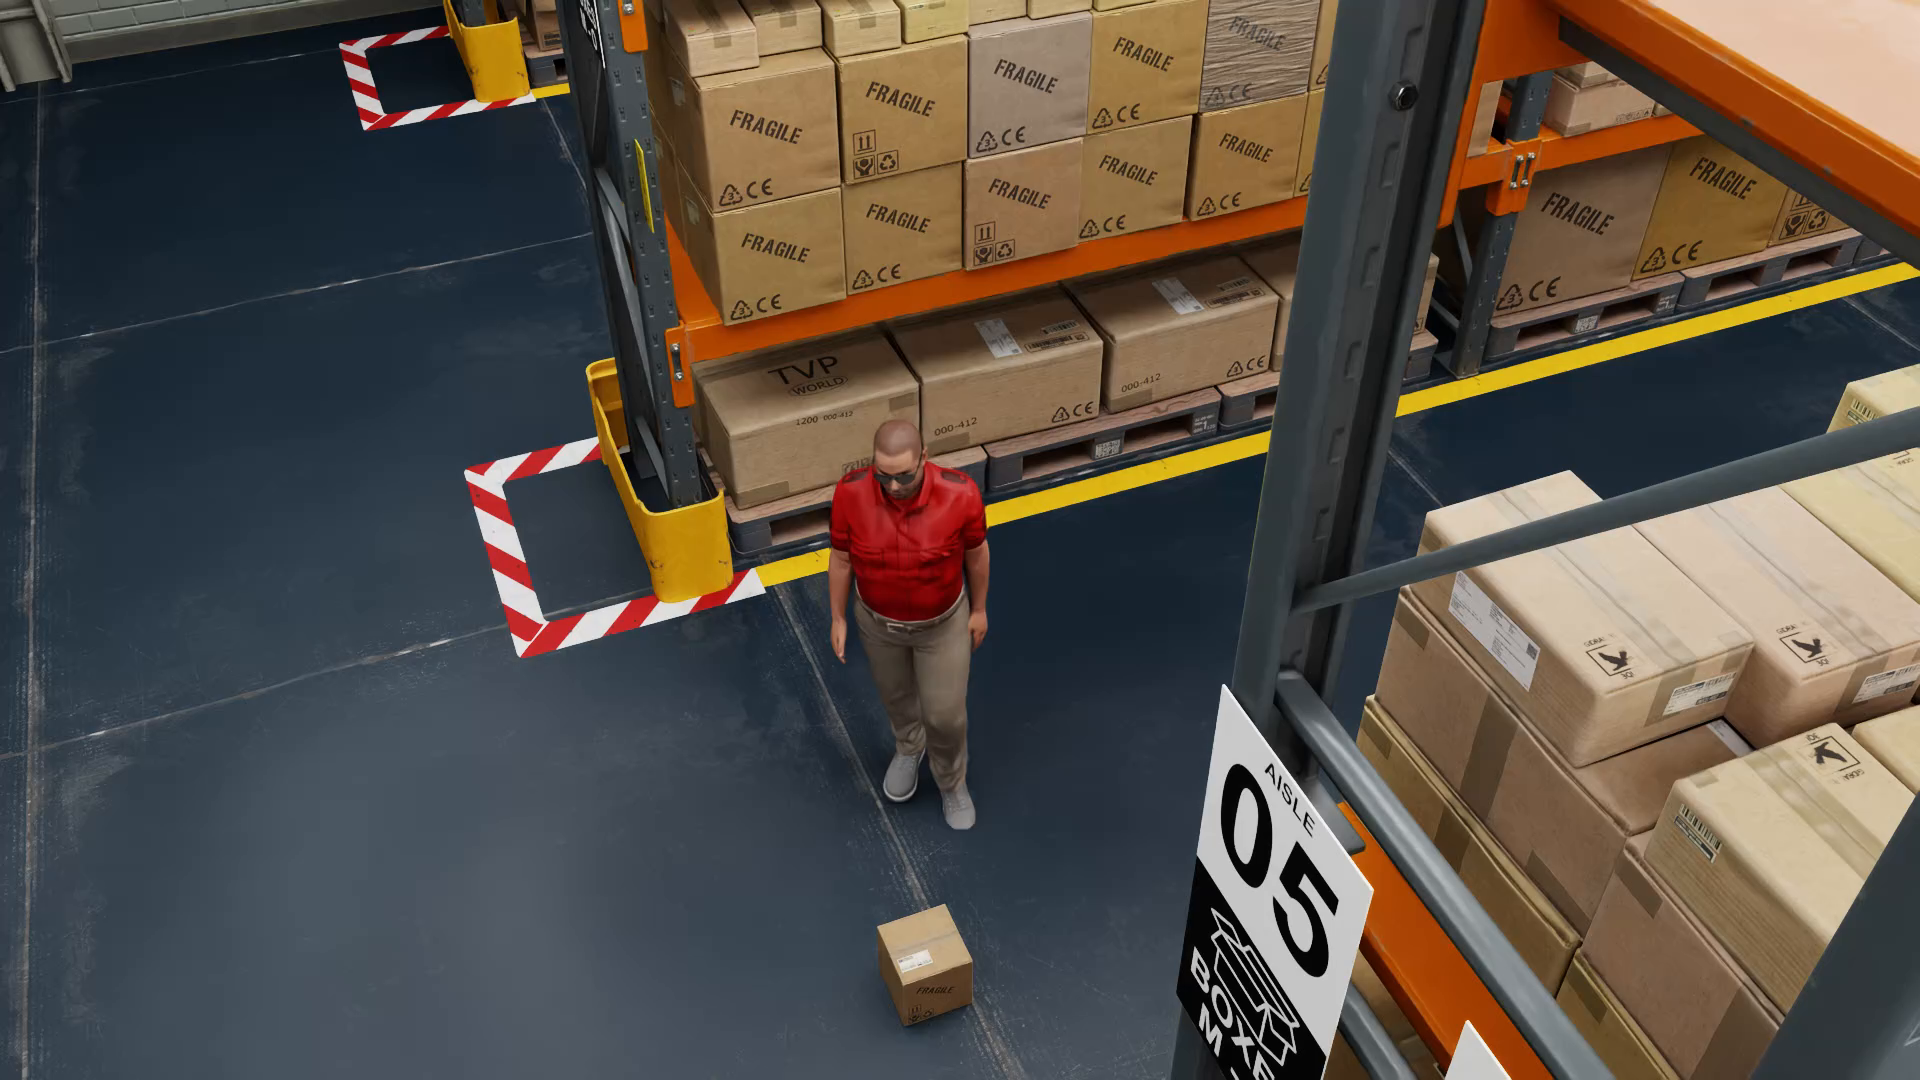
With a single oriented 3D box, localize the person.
[{"bbox_3d":[-0.184,0.316,5.849,0.553,1.798,0.419,7,42,7],"label":"person"}]
